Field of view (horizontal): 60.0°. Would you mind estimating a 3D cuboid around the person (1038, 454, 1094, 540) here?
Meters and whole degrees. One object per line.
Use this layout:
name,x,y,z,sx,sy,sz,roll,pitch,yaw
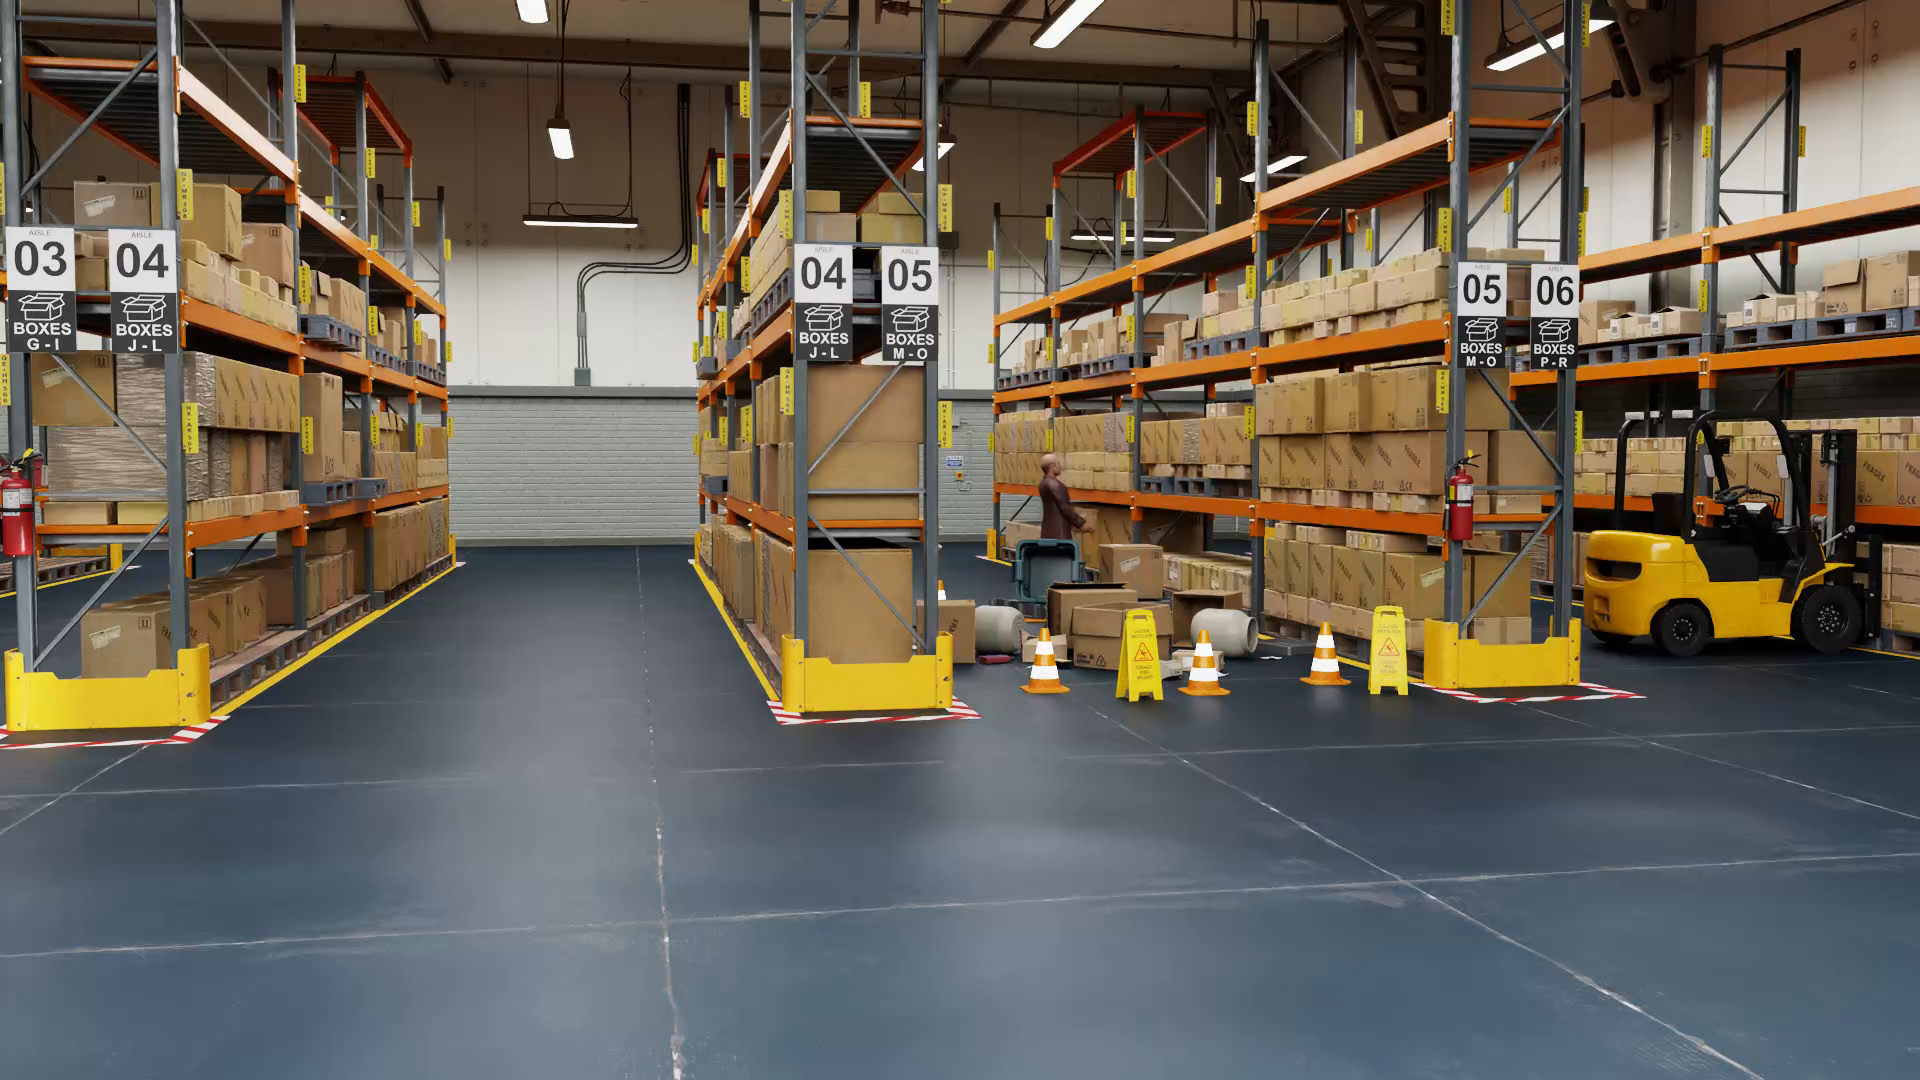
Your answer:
person,1.132,-0.036,17.876,0.555,1.770,0.528,-1,3,-10
